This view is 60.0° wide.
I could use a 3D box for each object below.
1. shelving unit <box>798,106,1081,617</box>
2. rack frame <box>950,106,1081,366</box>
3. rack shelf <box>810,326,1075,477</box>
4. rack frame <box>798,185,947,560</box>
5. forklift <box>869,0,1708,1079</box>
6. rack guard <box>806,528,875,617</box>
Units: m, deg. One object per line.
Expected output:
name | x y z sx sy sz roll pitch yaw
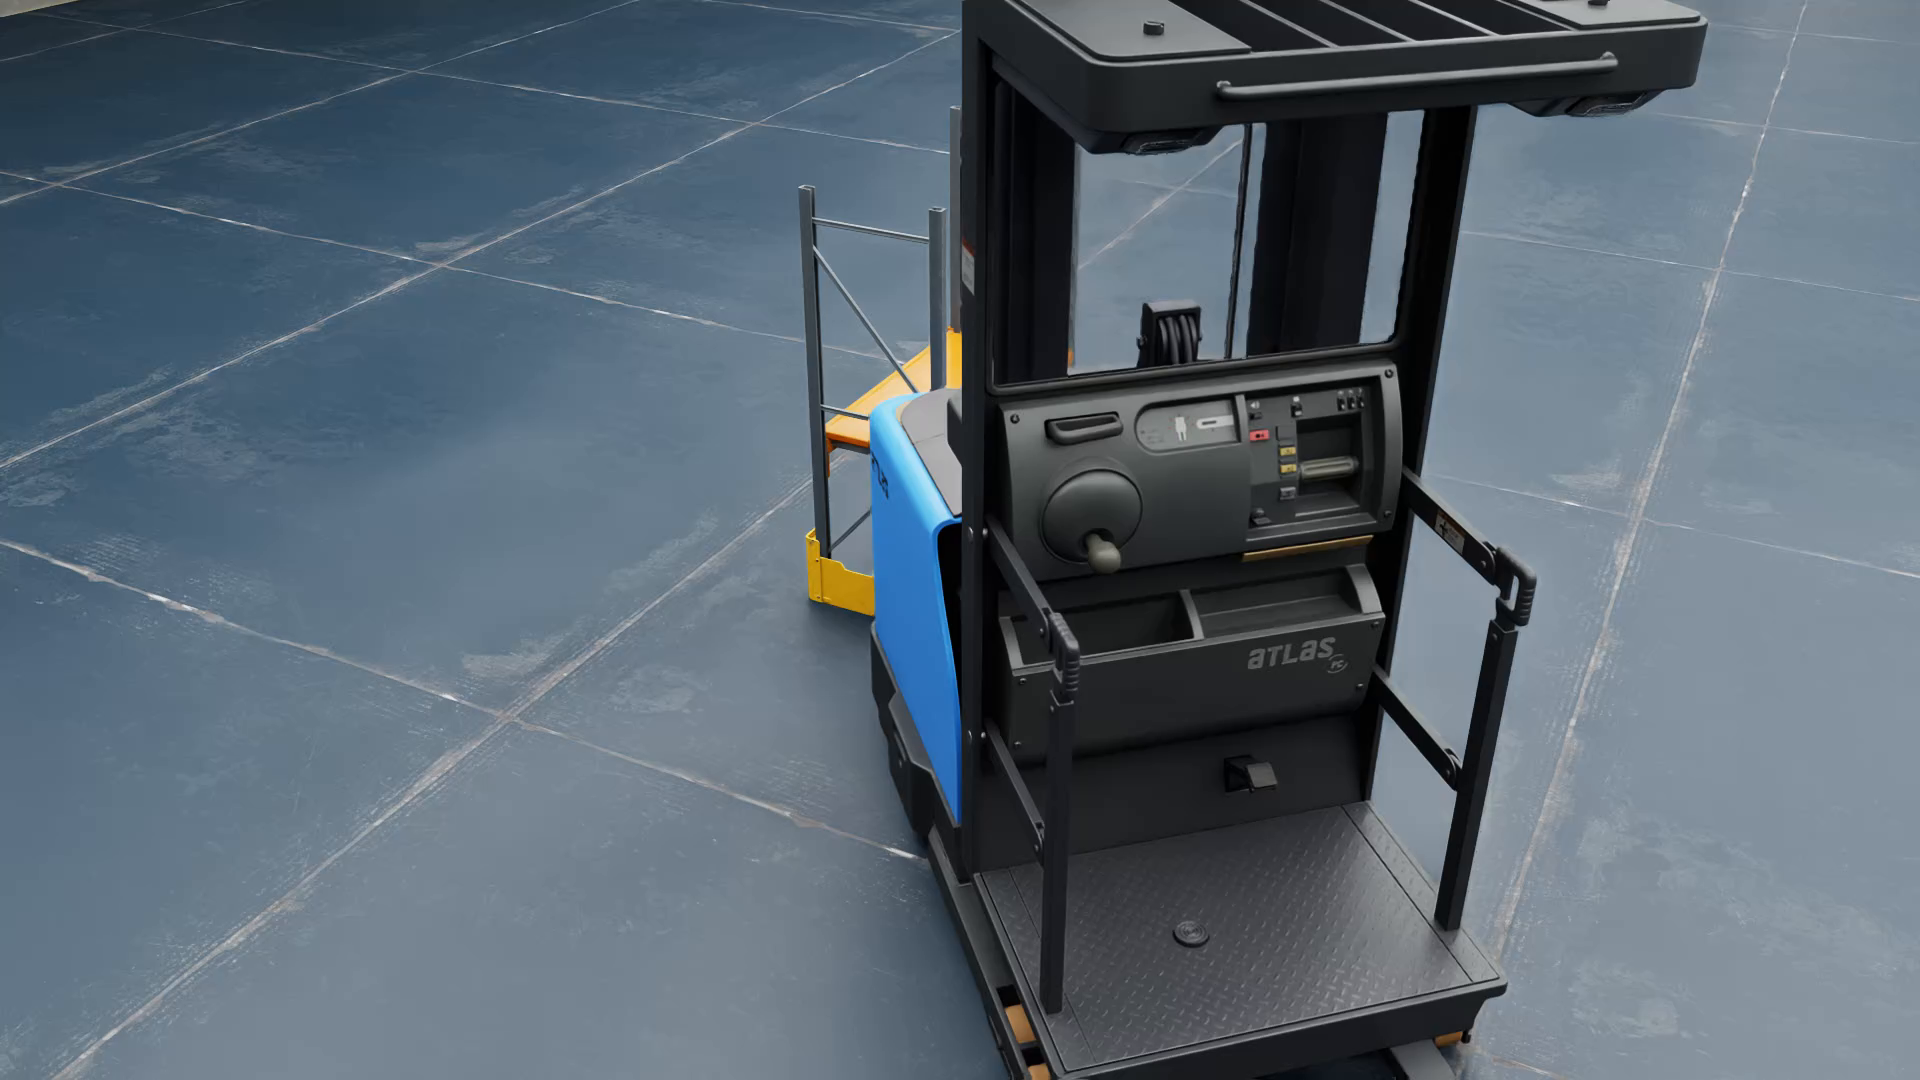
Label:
shelving unit | -0.035 -0.617 5.818 0.587 1.500 1.083 14 33 23
rack frame | 0.193 -0.838 6.203 0.500 1.500 0.032 14 33 23
rack shelf | -0.039 -0.457 5.900 0.538 0.185 1.000 14 33 23
rack frame | -0.270 -0.387 5.418 0.500 1.500 0.032 14 33 23
forklift | 0.607 -0.112 3.501 1.130 2.935 3.031 -8 31 -13
rack guard | -0.262 0.146 5.744 0.587 0.250 0.087 14 33 23
